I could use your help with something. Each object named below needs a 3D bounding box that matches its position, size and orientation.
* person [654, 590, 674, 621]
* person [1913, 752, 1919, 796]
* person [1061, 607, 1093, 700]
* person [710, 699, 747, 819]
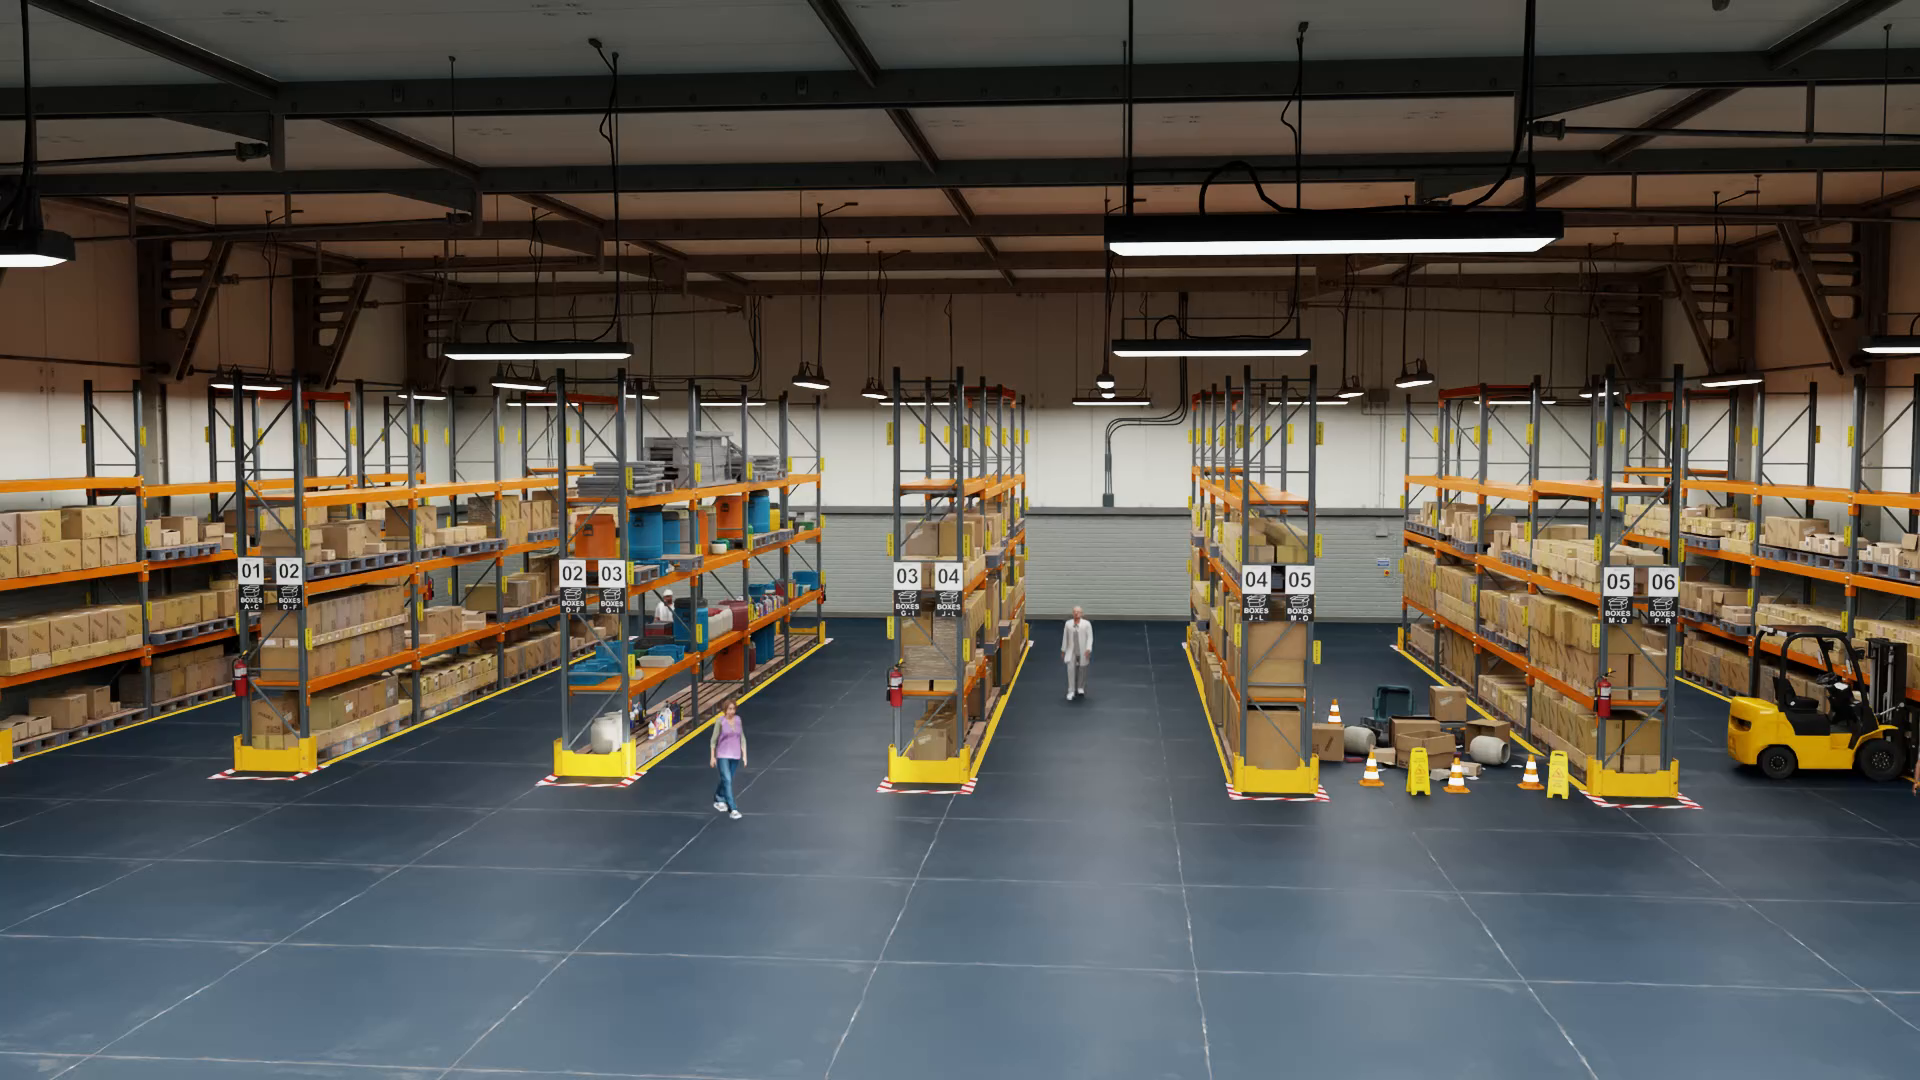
[{"bbox_3d":[-6.232,1.921,35.346,0.540,1.722,1.069,1,4,8],"label":"person"},{"bbox_3d":[11.730,2.938,19.975,1.045,1.606,0.474,-3,5,-40],"label":"person"},{"bbox_3d":[2.233,2.234,31.799,0.625,1.523,1.102,0,4,7],"label":"person"},{"bbox_3d":[-3.019,2.851,21.827,0.443,1.541,0.975,-3,5,-41],"label":"person"}]
